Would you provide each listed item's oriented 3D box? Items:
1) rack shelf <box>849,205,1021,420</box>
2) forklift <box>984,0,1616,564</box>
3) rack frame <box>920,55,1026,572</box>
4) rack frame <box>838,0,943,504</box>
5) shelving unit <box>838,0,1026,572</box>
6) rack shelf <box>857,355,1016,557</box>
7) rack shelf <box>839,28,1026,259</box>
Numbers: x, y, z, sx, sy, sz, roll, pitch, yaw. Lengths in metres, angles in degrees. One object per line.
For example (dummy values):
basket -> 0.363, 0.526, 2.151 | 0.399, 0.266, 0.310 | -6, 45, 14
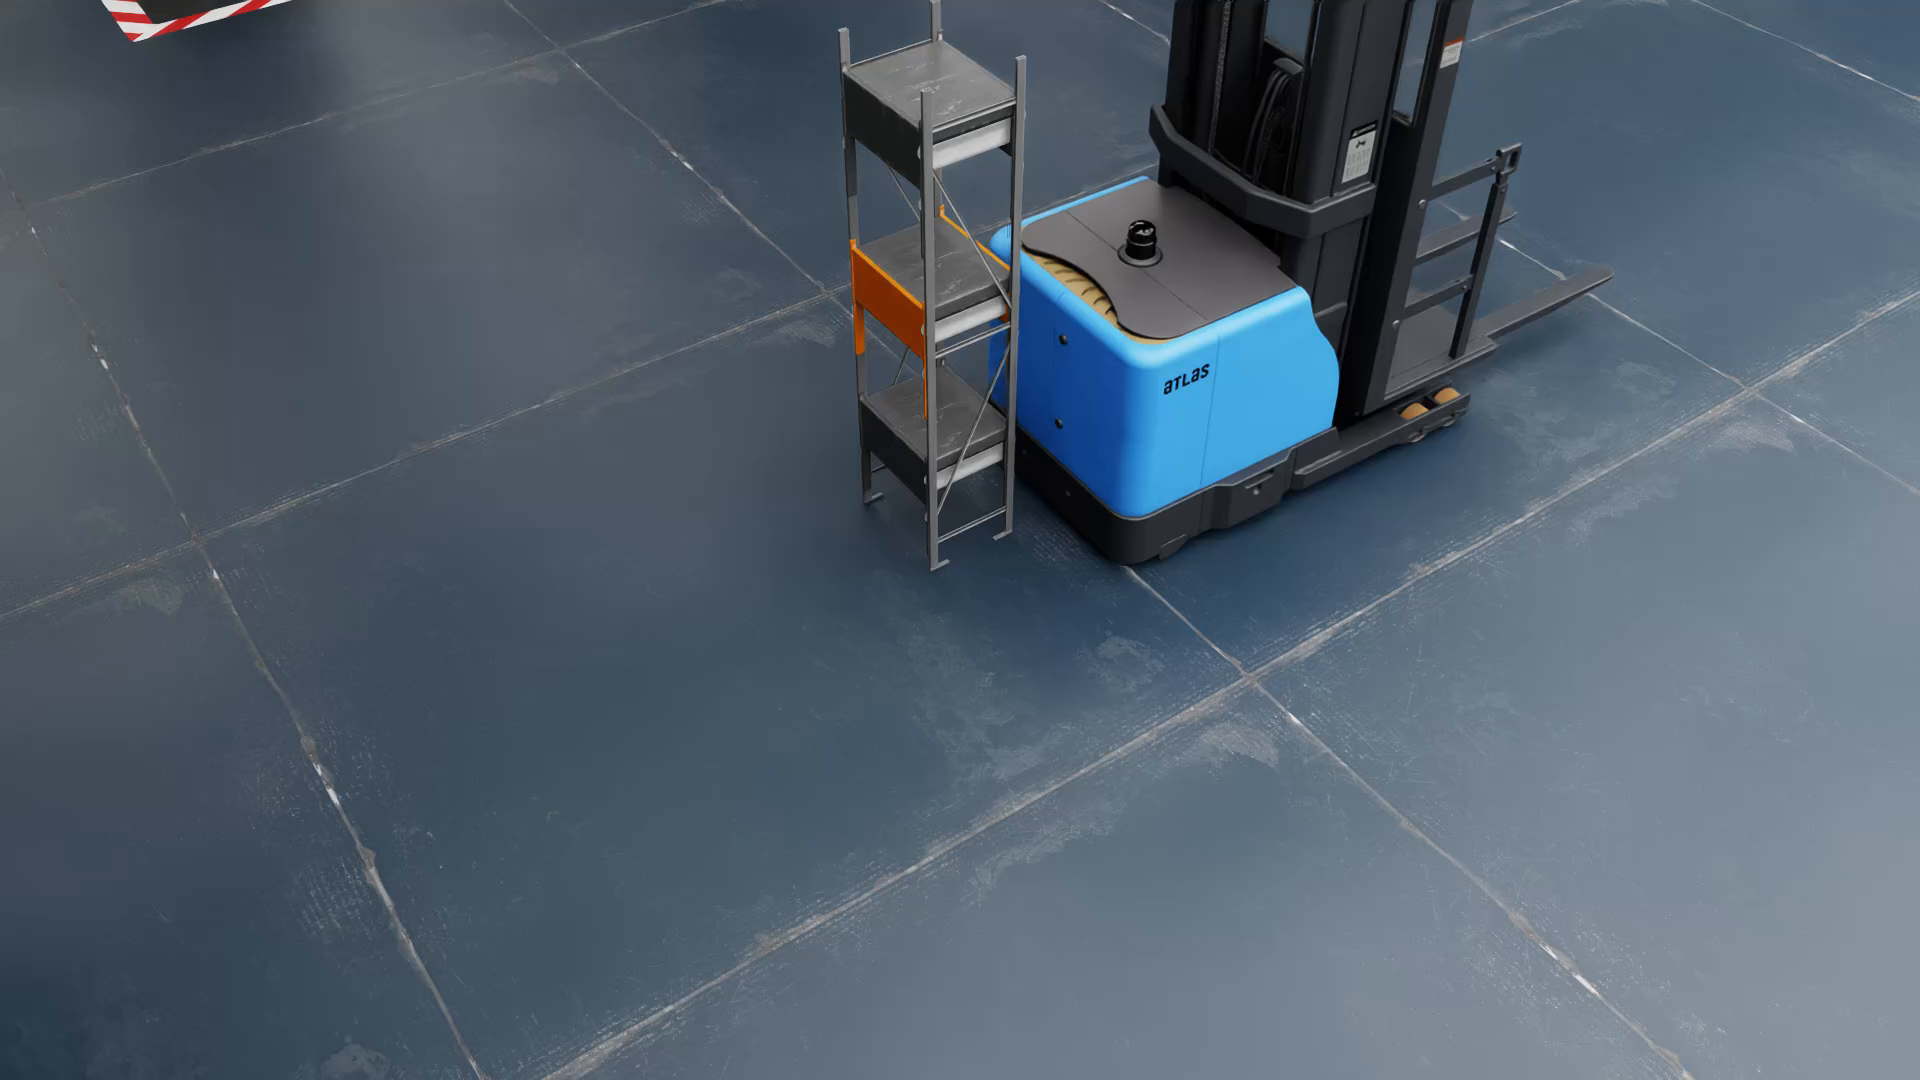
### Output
rack shelf -> -0.095, -0.843, 6.133 | 0.431, 0.518, 0.480 | -26, 49, -24
forklift -> 1.610, -1.764, 6.475 | 3.031, 2.935, 1.130 | -25, 49, -24
rack frame -> 0.045, -0.715, 5.978 | 0.400, 2.100, 0.015 | -26, 49, -24
rack frame -> -0.234, -0.991, 6.268 | 0.400, 2.100, 0.015 | -26, 49, -24
shelving unit -> -0.095, -0.853, 6.123 | 0.431, 2.100, 0.503 | -26, 49, -24
rack shelf -> -0.095, -0.337, 6.616 | 0.431, 0.518, 0.480 | -26, 49, -24
rack shelf -> -0.095, -1.350, 5.649 | 0.431, 0.518, 0.480 | -26, 49, -24
